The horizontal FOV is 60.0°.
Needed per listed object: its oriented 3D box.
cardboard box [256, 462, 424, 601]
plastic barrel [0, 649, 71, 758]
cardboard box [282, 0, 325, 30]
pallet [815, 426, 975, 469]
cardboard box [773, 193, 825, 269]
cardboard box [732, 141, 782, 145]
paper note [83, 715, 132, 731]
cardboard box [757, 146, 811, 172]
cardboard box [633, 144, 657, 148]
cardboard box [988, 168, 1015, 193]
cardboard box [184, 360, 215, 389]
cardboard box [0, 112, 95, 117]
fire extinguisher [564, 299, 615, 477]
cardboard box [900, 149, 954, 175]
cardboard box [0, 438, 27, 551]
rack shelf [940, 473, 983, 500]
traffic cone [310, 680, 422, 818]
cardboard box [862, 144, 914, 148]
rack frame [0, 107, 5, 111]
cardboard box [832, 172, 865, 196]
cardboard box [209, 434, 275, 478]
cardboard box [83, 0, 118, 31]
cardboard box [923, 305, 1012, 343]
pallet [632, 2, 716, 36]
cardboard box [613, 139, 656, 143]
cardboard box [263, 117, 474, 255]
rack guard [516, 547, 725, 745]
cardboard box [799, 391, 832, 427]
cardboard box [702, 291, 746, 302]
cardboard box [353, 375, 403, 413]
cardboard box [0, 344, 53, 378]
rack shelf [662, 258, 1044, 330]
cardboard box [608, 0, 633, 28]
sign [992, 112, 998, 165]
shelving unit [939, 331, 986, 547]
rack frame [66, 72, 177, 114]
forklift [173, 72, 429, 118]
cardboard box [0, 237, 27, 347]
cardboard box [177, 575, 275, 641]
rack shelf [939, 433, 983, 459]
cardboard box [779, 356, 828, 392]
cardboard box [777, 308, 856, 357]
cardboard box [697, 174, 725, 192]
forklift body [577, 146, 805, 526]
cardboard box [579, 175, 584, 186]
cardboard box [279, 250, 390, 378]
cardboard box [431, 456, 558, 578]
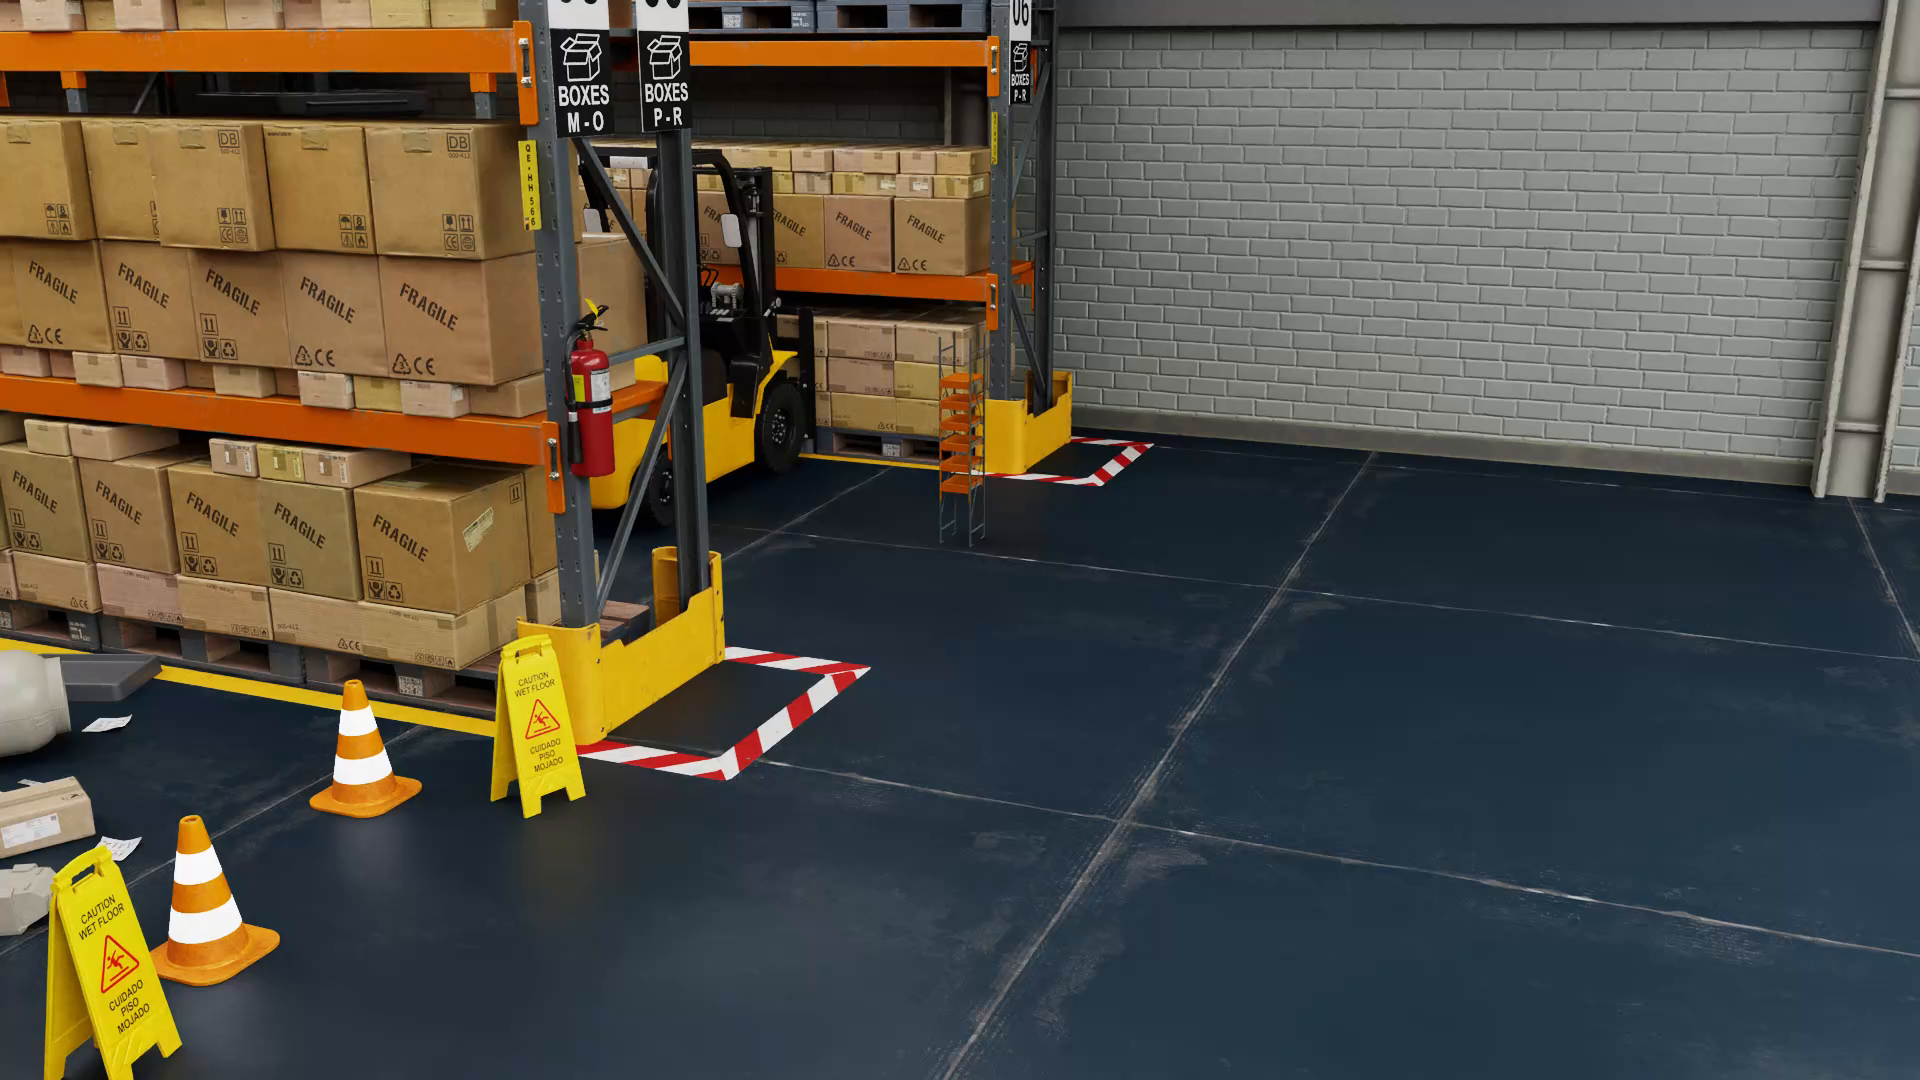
[{"bbox_3d":[-2.711,-0.066,7.354,0.500,0.500,0.500,7,18,23],"label":"cardboard box"},{"bbox_3d":[-3.860,0.661,6.638,0.512,0.421,0.421,-9,18,-27],"label":"plastic barrel"},{"bbox_3d":[-2.507,-2.138,6.728,0.250,0.149,0.380,6,17,21],"label":"cardboard box"},{"bbox_3d":[-0.292,-0.774,11.961,1.213,0.211,1.003,6,17,21],"label":"pallet"},{"bbox_3d":[-1.075,-2.184,11.636,0.500,0.500,0.500,6,17,20],"label":"cardboard box"},{"bbox_3d":[-1.475,-2.830,12.164,0.250,0.149,0.380,7,18,22],"label":"cardboard box"},{"bbox_3d":[-3.576,0.767,6.977,0.148,0.019,0.142,0,16,1],"label":"paper note"},{"bbox_3d":[-1.200,-2.635,11.492,0.250,0.149,0.380,7,17,22],"label":"cardboard box"},{"bbox_3d":[-2.128,-2.748,11.883,0.250,0.149,0.380,6,17,20],"label":"cardboard box"},{"bbox_3d":[0.215,-2.507,11.587,0.250,0.149,0.380,6,17,19],"label":"cardboard box"},{"bbox_3d":[-3.224,-0.781,7.436,0.250,0.149,0.380,6,17,21],"label":"cardboard box"},{"bbox_3d":[-4.307,-1.679,7.570,0.500,0.500,0.700,6,17,21],"label":"cardboard box"},{"bbox_3d":[-1.445,-0.590,6.463,0.183,0.674,0.296,6,17,21],"label":"fire extinguisher"},{"bbox_3d":[-0.216,-2.547,11.191,0.250,0.149,0.380,6,17,21],"label":"cardboard box"},{"bbox_3d":[-4.654,-0.278,8.085,0.500,0.500,0.500,7,18,23],"label":"cardboard box"},{"bbox_3d":[0.013,-0.302,9.581,0.180,0.103,0.258,6,17,21],"label":"rack shelf"},{"bbox_3d":[-2.256,0.751,6.257,0.334,0.463,0.336,6,17,21],"label":"traffic cone"},{"bbox_3d":[-0.506,-2.726,11.806,0.250,0.149,0.380,6,17,21],"label":"cardboard box"},{"bbox_3d":[-5.104,-1.167,8.314,0.127,3.000,1.000,6,17,21],"label":"rack frame"},{"bbox_3d":[-0.684,-2.457,11.414,0.250,0.149,0.380,6,17,20],"label":"cardboard box"},{"bbox_3d":[-3.067,-0.399,7.338,0.250,0.149,0.380,7,18,23],"label":"cardboard box"},{"bbox_3d":[-3.467,-2.233,7.056,0.250,0.149,0.380,6,17,21],"label":"cardboard box"},{"bbox_3d":[0.057,-1.505,11.864,0.500,0.250,0.500,6,17,20],"label":"cardboard box"},{"bbox_3d":[-2.483,-3.772,12.066,1.213,0.211,1.003,6,17,21],"label":"pallet"},{"bbox_3d":[-2.409,-2.943,12.554,0.250,0.149,0.380,6,17,20],"label":"cardboard box"},{"bbox_3d":[-2.406,-1.478,6.879,0.500,0.500,0.700,6,17,21],"label":"cardboard box"},{"bbox_3d":[-1.454,0.435,7.279,0.348,0.500,1.175,6,17,21],"label":"rack guard"},{"bbox_3d":[-1.039,-1.000,11.916,0.500,0.250,0.500,6,17,21],"label":"cardboard box"},{"bbox_3d":[-1.815,-1.713,12.579,0.500,0.250,0.500,6,17,21],"label":"cardboard box"},{"bbox_3d":[-2.316,-0.649,6.979,0.250,0.149,0.380,6,17,20],"label":"cardboard box"},{"bbox_3d":[-4.199,-0.865,7.724,0.250,0.149,0.380,7,18,22],"label":"cardboard box"},{"bbox_3d":[-1.426,-1.905,12.145,4.000,0.370,1.077,6,17,21],"label":"rack shelf"},{"bbox_3d":[-1.572,-2.196,6.928,0.250,0.149,0.380,6,17,21],"label":"cardboard box"},{"bbox_3d":[0.223,-2.576,10.665,0.005,0.325,0.100,6,17,21],"label":"sign"},{"bbox_3d":[0.013,-0.575,9.501,0.189,1.200,0.258,6,17,21],"label":"shelving unit"},{"bbox_3d":[-7.007,-2.864,14.159,0.127,3.000,1.000,6,17,21],"label":"rack frame"},{"bbox_3d":[-3.929,-1.710,10.305,3.031,2.935,1.130,10,19,32],"label":"forklift"},{"bbox_3d":[-4.321,-1.195,7.698,0.500,0.500,0.500,6,17,20],"label":"cardboard box"},{"bbox_3d":[-3.201,0.241,7.642,0.500,0.250,0.500,6,17,19],"label":"cardboard box"},{"bbox_3d":[0.013,-0.532,9.514,0.180,0.103,0.258,6,17,21],"label":"rack shelf"},{"bbox_3d":[-1.083,-1.237,11.837,0.500,0.250,0.500,6,17,19],"label":"cardboard box"},{"bbox_3d":[-1.058,-1.473,11.752,0.500,0.250,0.500,7,17,21],"label":"cardboard box"},{"bbox_3d":[-1.655,-2.550,11.735,0.250,0.149,0.380,6,17,19],"label":"cardboard box"},{"bbox_3d":[-1.998,-1.359,10.496,1.214,2.155,2.313,6,17,21],"label":"forklift body"},{"bbox_3d":[-2.592,-2.668,12.141,0.250,0.149,0.380,6,17,21],"label":"cardboard box"},{"bbox_3d":[-2.453,-0.985,6.974,0.500,0.500,0.500,6,17,21],"label":"cardboard box"},{"bbox_3d":[-2.054,-0.156,7.663,0.500,0.500,0.500,6,17,19],"label":"cardboard box"}]
